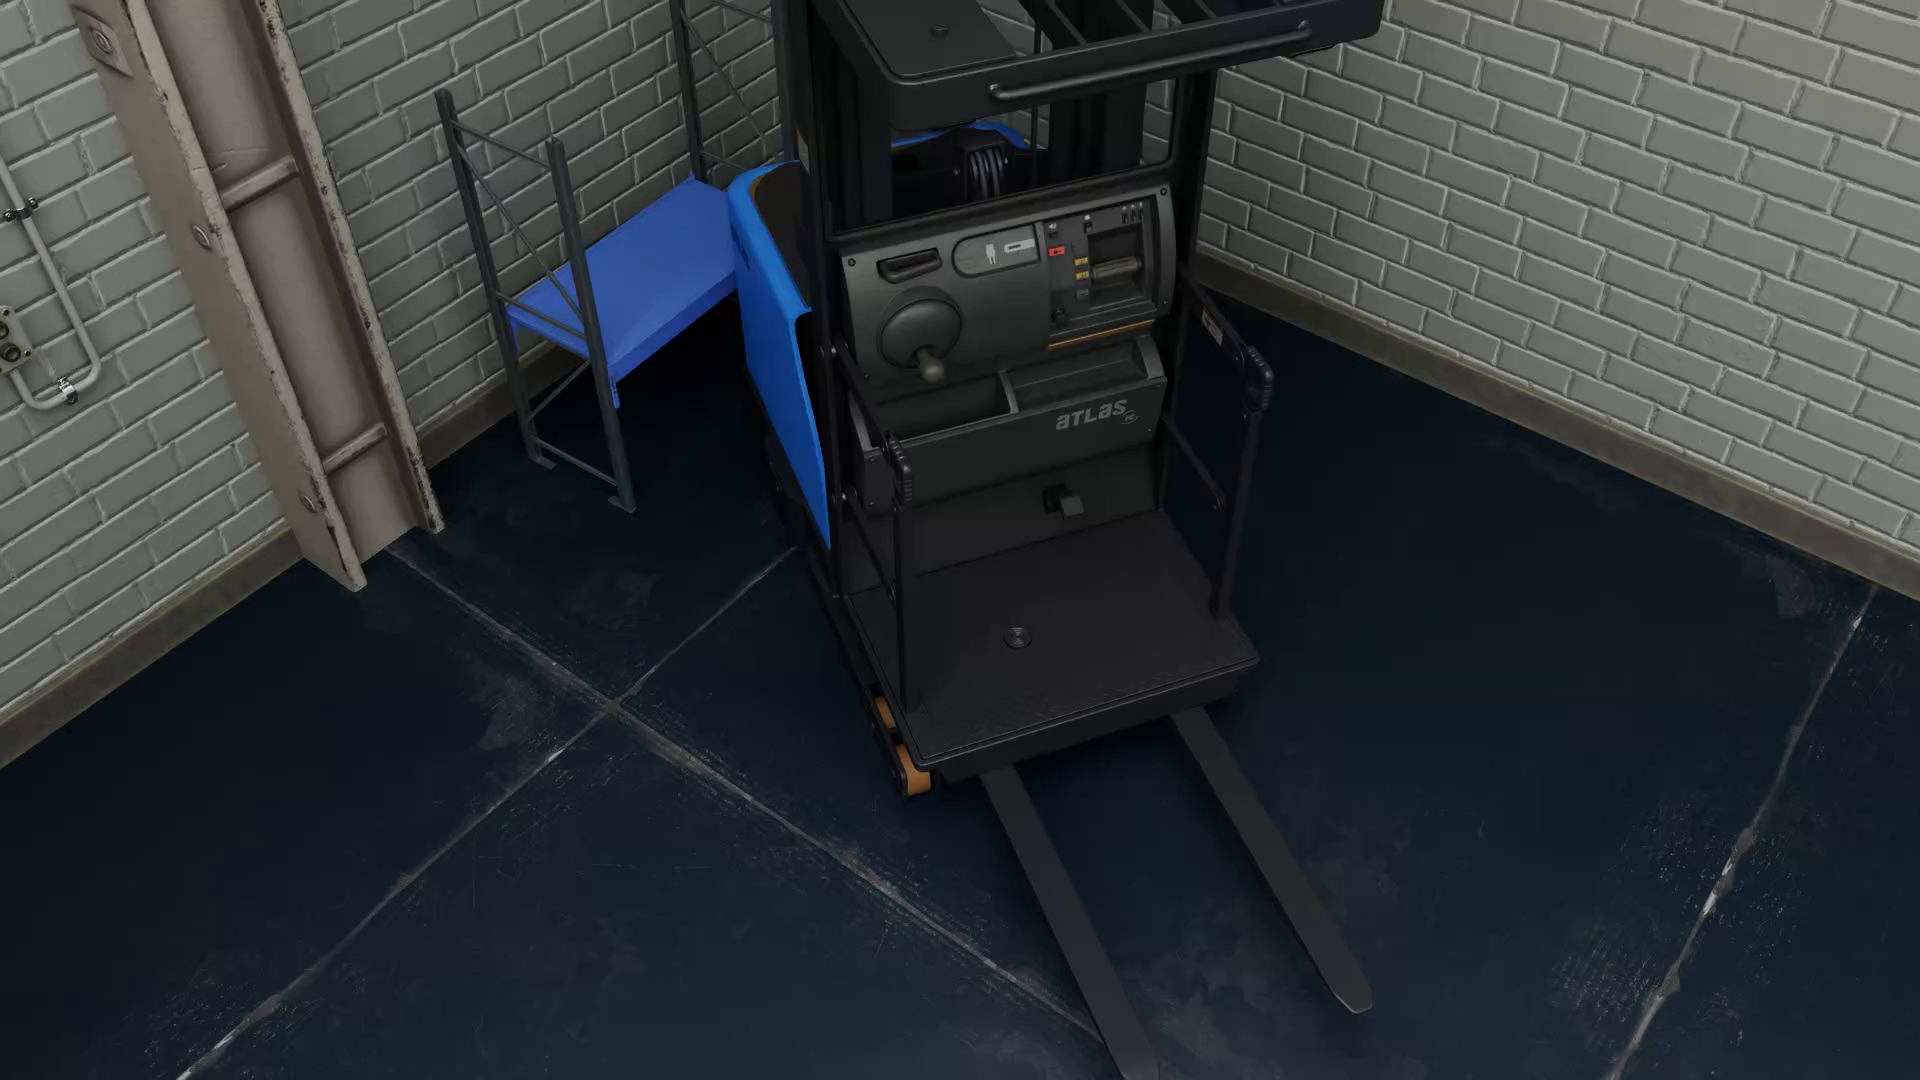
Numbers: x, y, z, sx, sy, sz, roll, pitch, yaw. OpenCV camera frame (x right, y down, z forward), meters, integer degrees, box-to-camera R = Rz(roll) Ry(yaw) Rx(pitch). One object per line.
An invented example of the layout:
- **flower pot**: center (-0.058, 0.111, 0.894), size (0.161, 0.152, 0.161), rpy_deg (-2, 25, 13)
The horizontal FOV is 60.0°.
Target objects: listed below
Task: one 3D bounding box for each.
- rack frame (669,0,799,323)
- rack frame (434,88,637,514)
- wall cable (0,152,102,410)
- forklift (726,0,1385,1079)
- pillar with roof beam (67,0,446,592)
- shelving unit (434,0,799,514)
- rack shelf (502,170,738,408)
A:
- **rack frame**: center (-0.773, -1.326, 5.979), size (0.500, 1.500, 0.032), rpy_deg (27, 52, 23)
- **rack frame**: center (-1.353, -0.721, 5.402), size (0.500, 1.500, 0.032), rpy_deg (27, 52, 23)
- **wall cable**: center (-2.963, -0.615, 3.560), size (0.084, 1.984, 1.851), rpy_deg (29, 53, 25)
- **forklift**: center (0.221, -0.591, 4.288), size (1.130, 2.935, 3.031), rpy_deg (-15, 48, -14)
- **pillar with roof beam**: center (1.375, -1.209, 0.682), size (9.100, 9.000, 0.400), rpy_deg (29, 53, 25)
- **shelving unit**: center (-1.063, -1.023, 5.690), size (0.538, 1.500, 1.048), rpy_deg (27, 52, 23)
- **rack shelf**: center (-1.063, -0.899, 5.820), size (0.538, 0.185, 1.000), rpy_deg (27, 52, 23)
